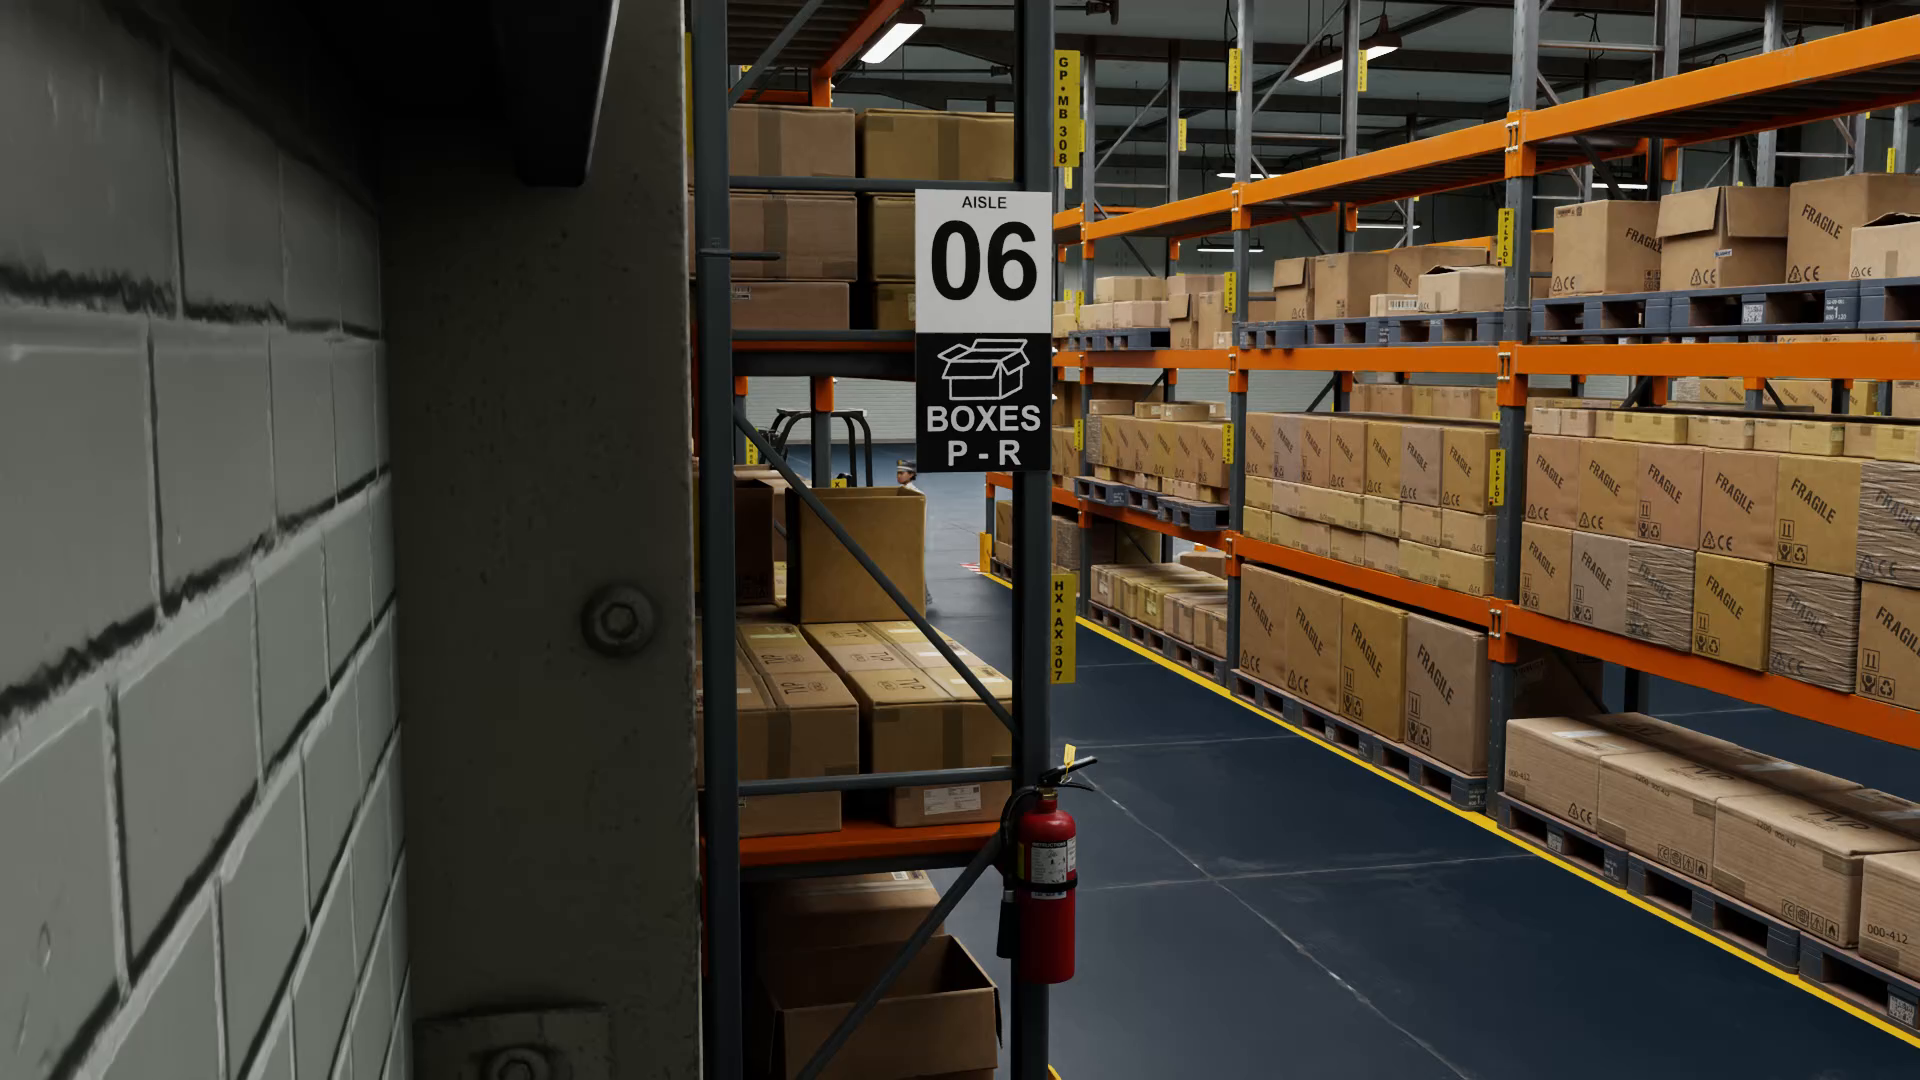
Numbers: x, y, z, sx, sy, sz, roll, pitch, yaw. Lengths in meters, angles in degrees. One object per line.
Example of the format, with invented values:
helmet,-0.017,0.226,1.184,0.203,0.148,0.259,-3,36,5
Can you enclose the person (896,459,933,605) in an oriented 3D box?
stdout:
person,-0.652,-0.041,17.722,0.902,1.645,0.505,-3,7,-27
